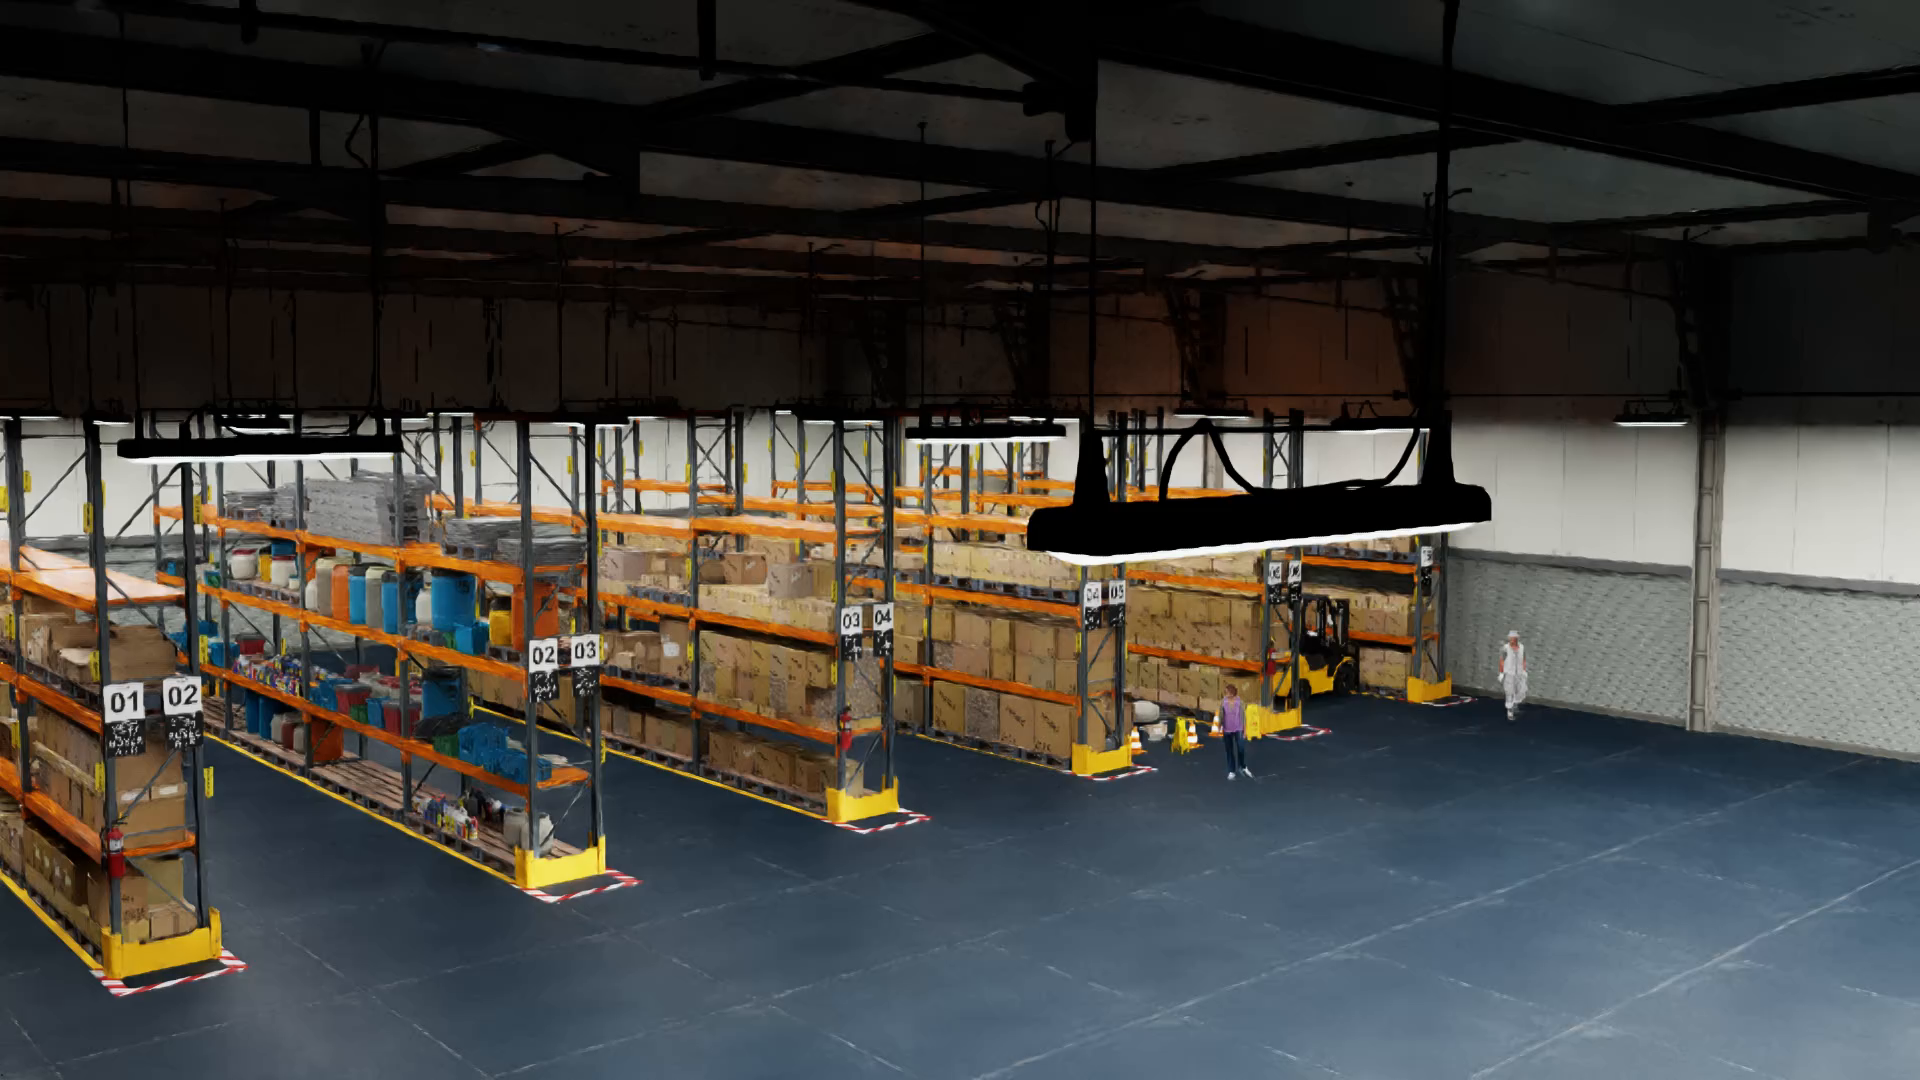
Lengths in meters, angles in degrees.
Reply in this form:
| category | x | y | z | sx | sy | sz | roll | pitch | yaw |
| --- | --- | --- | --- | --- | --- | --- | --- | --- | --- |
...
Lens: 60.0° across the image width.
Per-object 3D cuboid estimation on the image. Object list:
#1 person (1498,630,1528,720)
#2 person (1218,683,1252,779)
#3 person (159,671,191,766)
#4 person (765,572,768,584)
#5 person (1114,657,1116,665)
| category | x | y | z | sx | sy | sz | roll | pitch | yaw |
| --- | --- | --- | --- | --- | --- | --- | --- | --- | --- |
| person | 10.752 | 2.607 | 32.366 | 0.587 | 1.780 | 0.573 | 0 | 5 | -6 |
| person | 4.512 | 3.133 | 27.293 | 0.550 | 1.589 | 0.397 | 1 | 5 | 16 |
| person | -13.291 | 3.027 | 28.173 | 0.683 | 1.675 | 0.531 | -5 | 7 | -42 |
| person | -5.062 | 1.546 | 45.110 | 0.498 | 1.659 | 0.682 | 2 | 5 | 22 |
| person | 3.266 | 2.107 | 37.809 | 0.583 | 1.782 | 0.665 | -1 | 5 | -11 |
